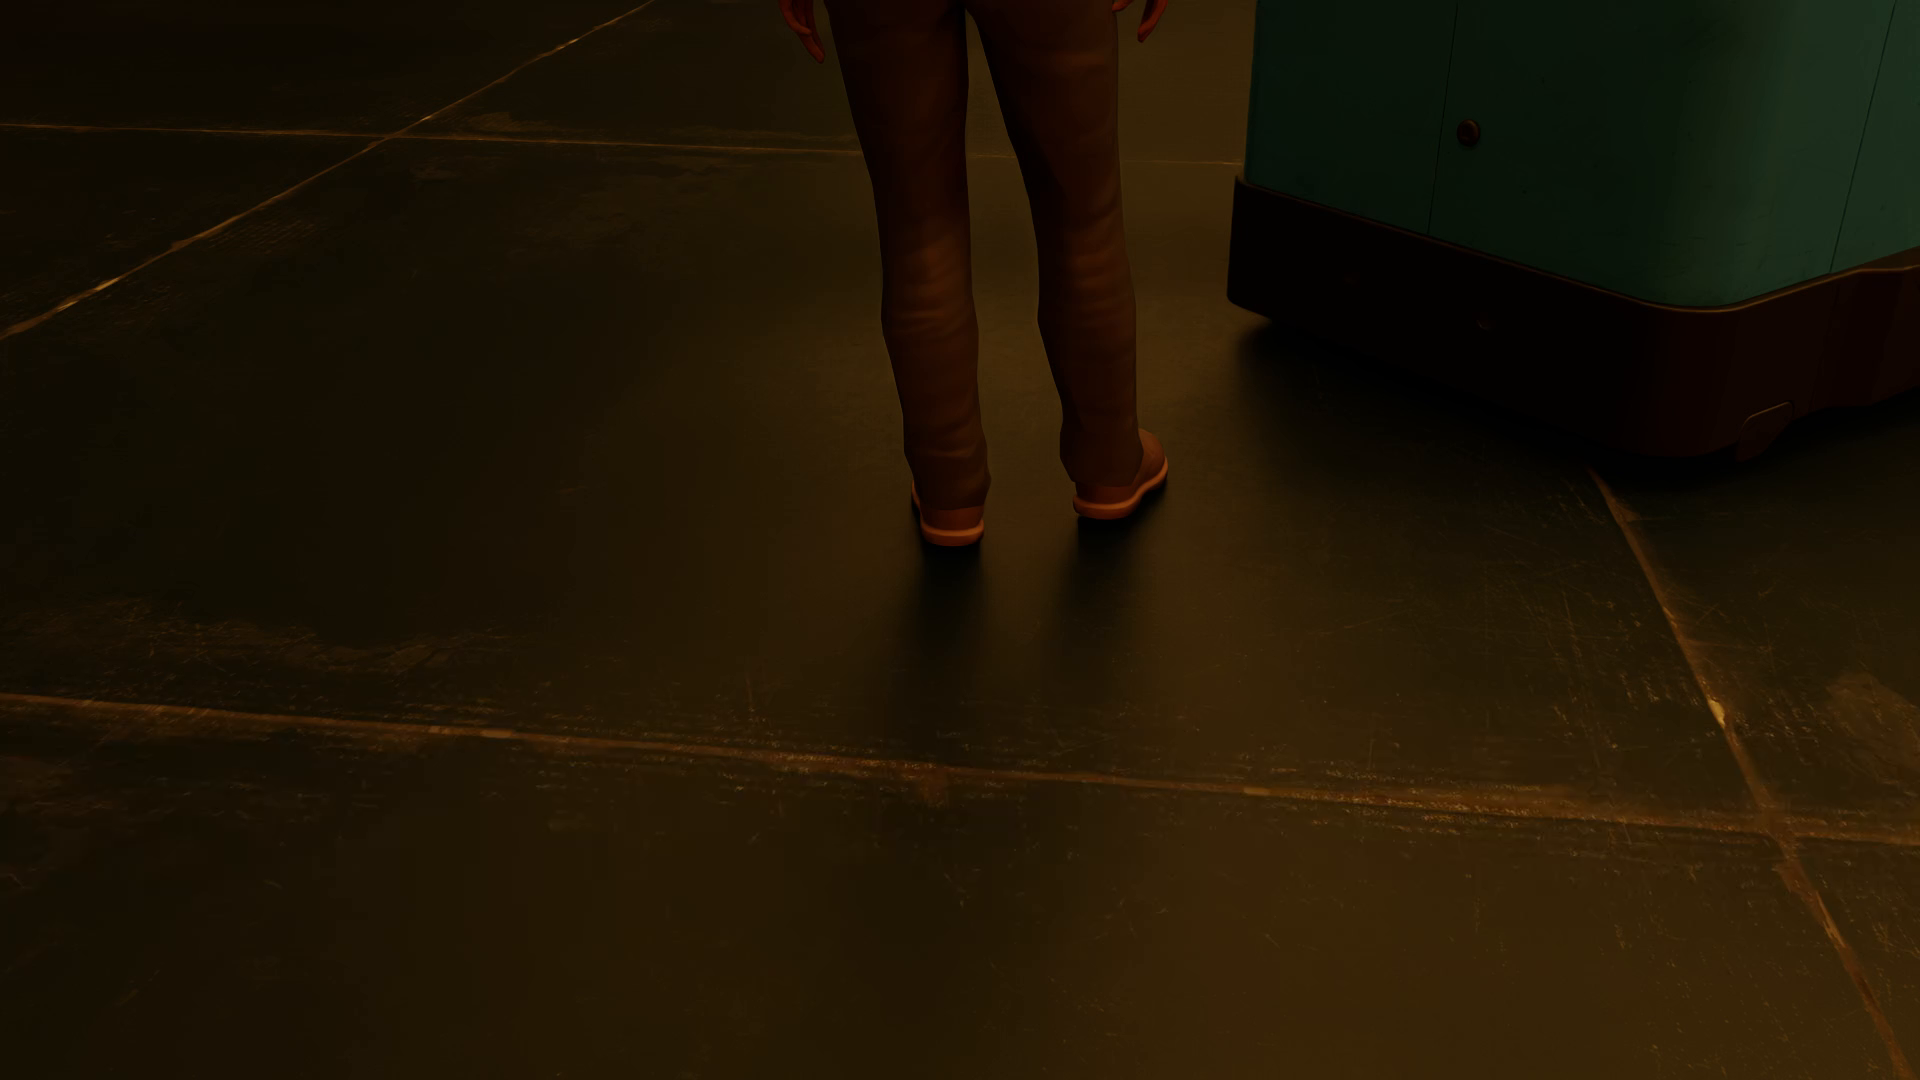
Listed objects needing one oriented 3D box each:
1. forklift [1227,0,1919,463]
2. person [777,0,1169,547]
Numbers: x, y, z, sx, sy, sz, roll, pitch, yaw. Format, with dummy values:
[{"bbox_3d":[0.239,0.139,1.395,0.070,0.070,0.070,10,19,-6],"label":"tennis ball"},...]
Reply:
[{"bbox_3d":[2.030,-1.936,3.097,3.031,2.935,1.130,-17,31,-31],"label":"forklift"},{"bbox_3d":[0.031,-0.774,2.209,0.569,1.631,0.503,3,27,7],"label":"person"}]
